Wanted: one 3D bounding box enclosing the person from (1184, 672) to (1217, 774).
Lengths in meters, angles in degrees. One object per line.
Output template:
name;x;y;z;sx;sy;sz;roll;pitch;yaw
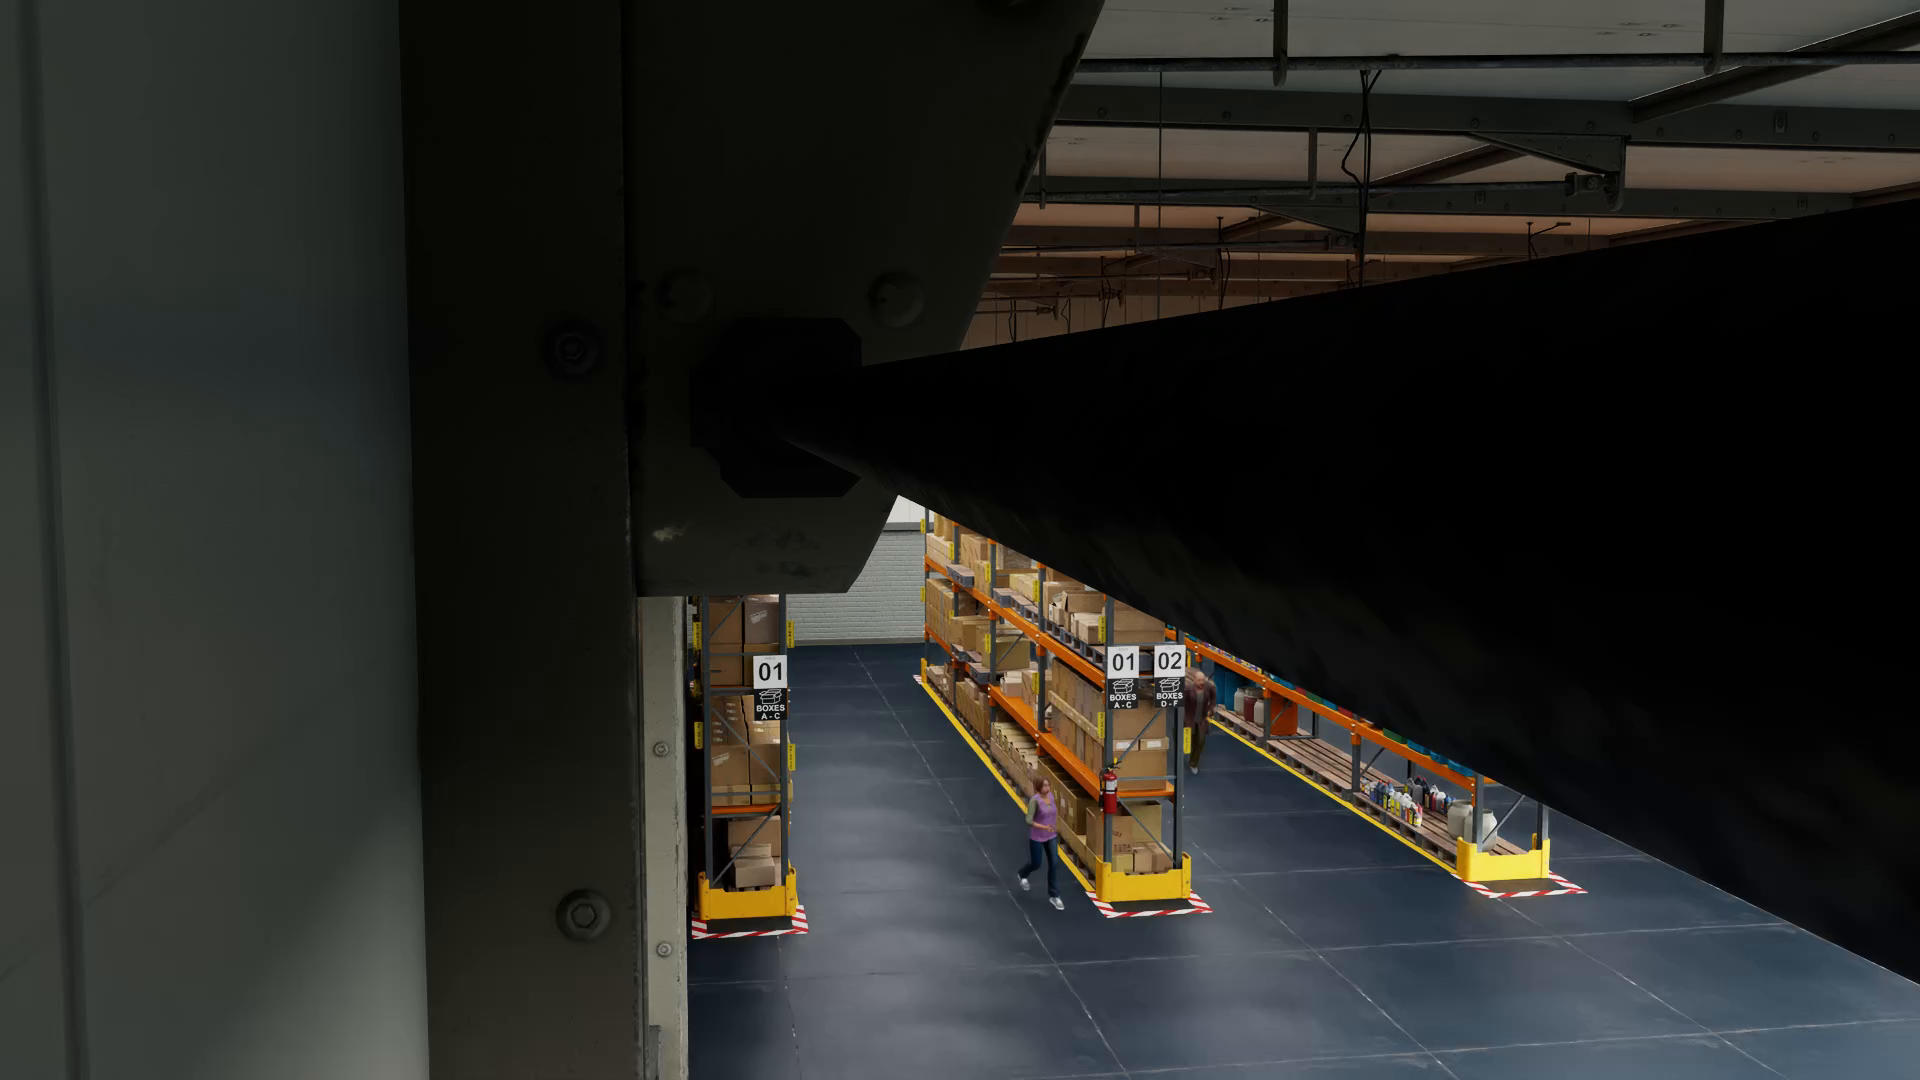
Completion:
person;3.948;3.035;28.044;0.707;1.723;0.860;-1;5;-12

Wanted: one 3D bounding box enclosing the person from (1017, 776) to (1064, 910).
person;1.004;3.706;20.642;0.540;1.601;0.889;-3;6;-33

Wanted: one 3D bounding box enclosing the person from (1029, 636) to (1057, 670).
person;1.821;2.344;35.540;0.696;1.735;0.519;-2;6;-25
